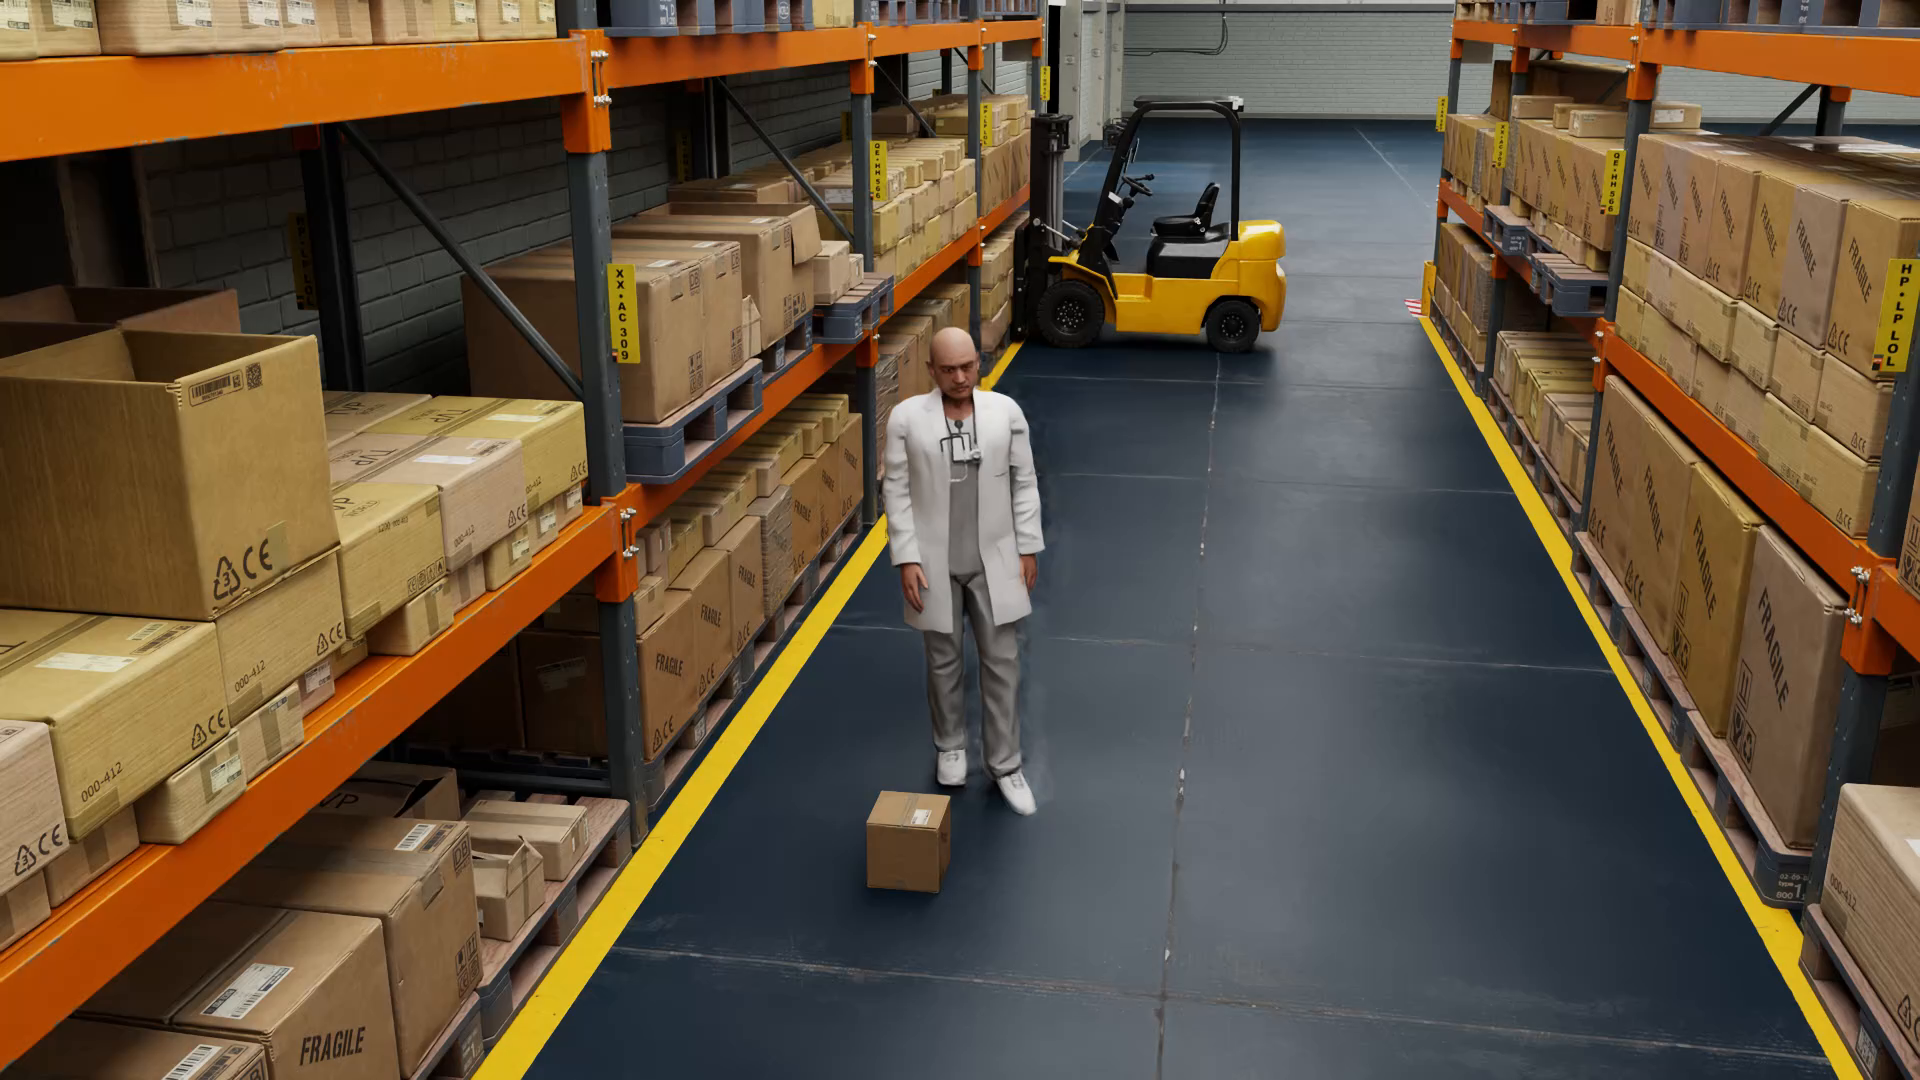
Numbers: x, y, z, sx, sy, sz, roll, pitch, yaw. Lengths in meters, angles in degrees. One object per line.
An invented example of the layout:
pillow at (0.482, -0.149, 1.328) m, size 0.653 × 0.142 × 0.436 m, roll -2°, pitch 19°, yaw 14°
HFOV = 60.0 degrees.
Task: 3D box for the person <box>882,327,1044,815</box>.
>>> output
person at (0.022, 0.112, 6.218) m, size 0.614 × 1.812 × 0.548 m, roll -2°, pitch 18°, yaw -6°
